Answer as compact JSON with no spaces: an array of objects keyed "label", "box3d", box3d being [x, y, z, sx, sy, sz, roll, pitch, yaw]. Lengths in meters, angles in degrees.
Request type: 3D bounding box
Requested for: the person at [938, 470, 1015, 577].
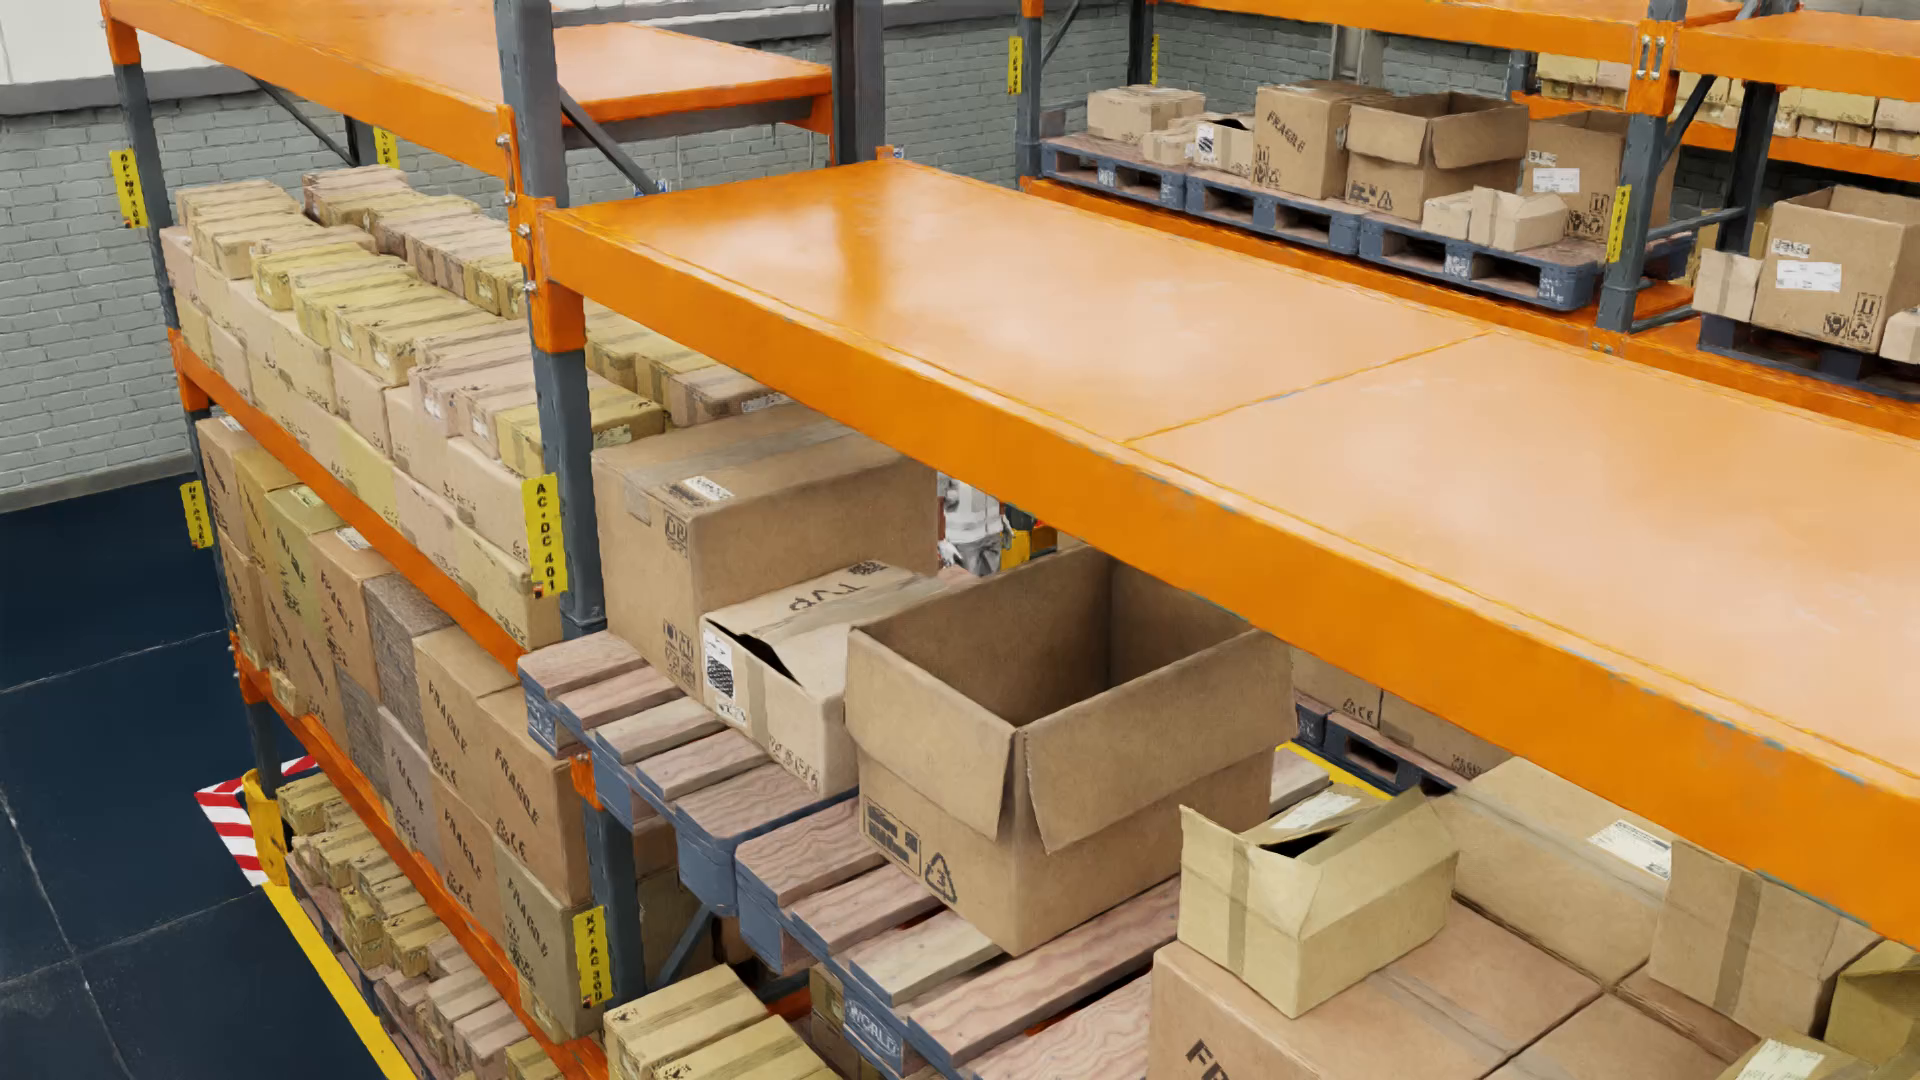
[{"label":"person","box3d":[0.070,-0.010,10.035,0.571,1.841,0.418,-22,32,-39]}]
